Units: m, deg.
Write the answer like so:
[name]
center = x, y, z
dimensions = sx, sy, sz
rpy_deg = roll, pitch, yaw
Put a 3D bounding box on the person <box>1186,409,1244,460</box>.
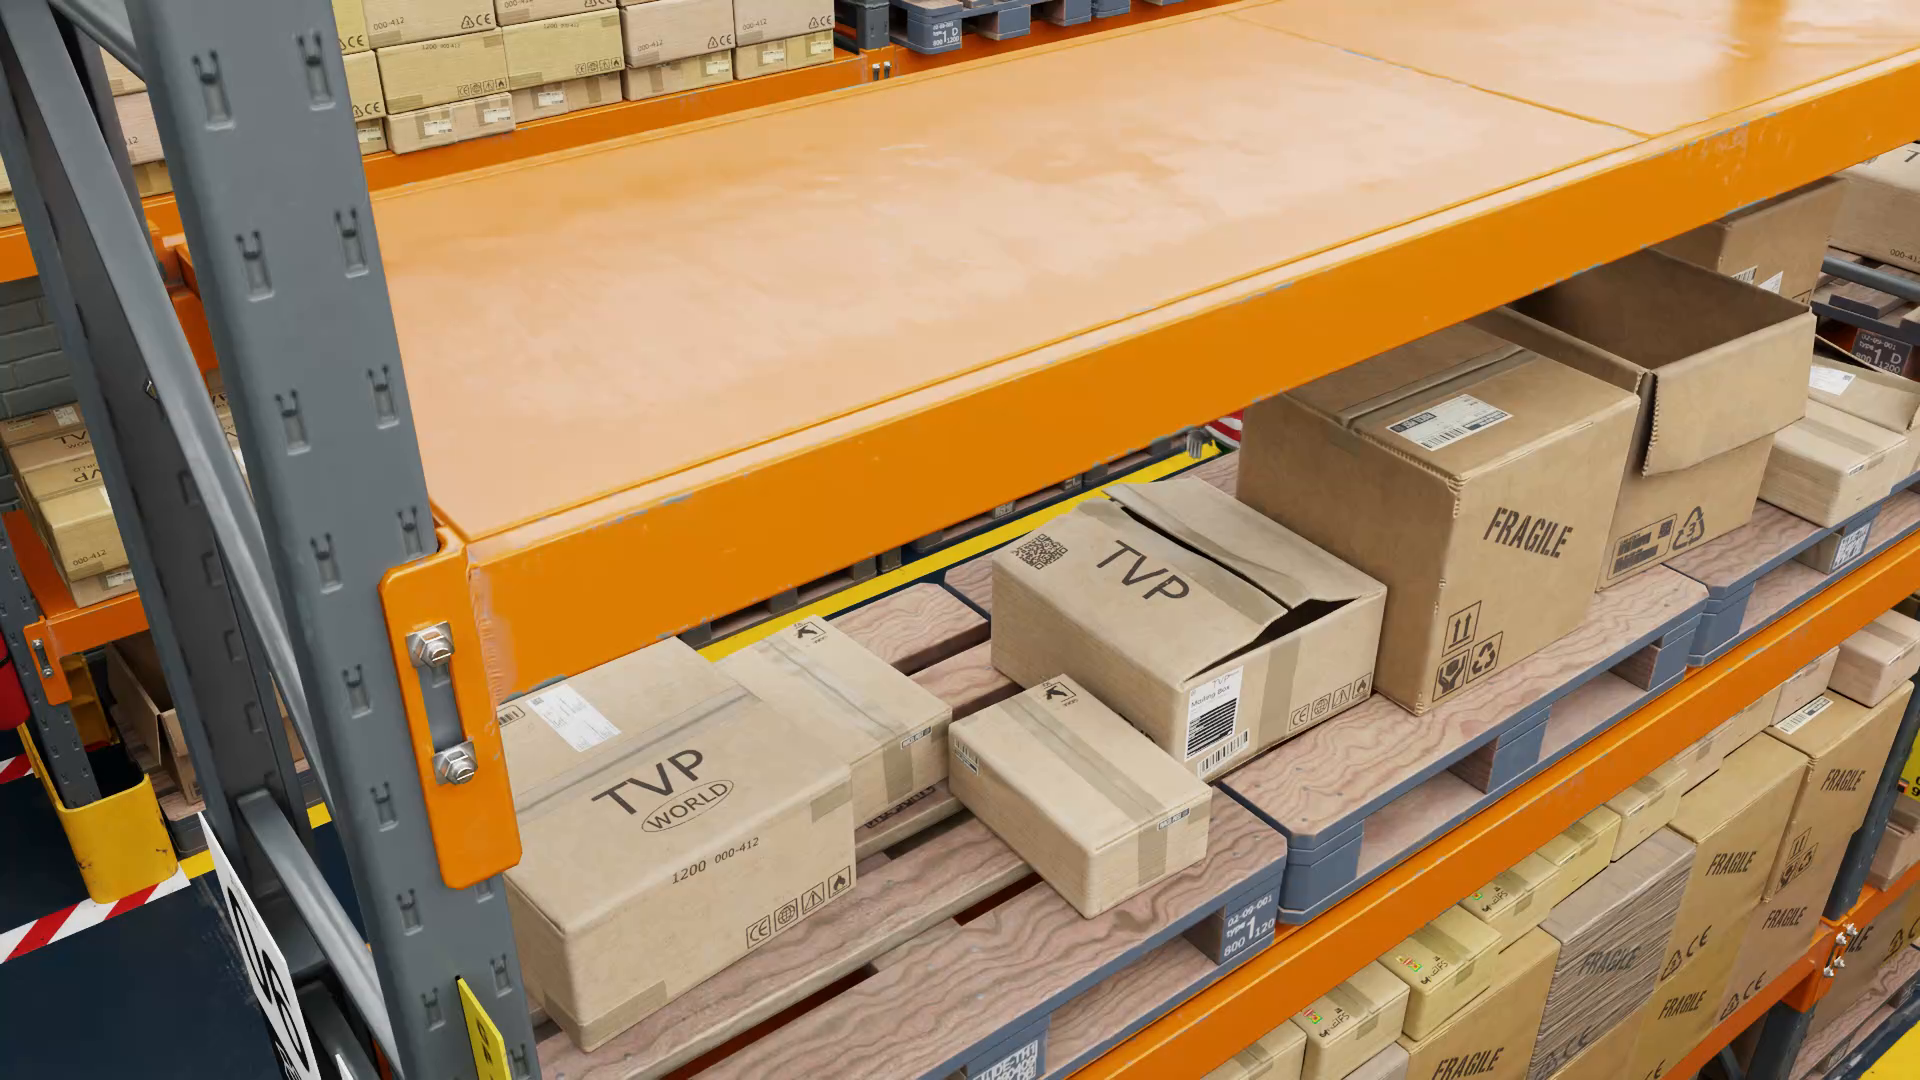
[person]
center = 1.421, -0.542, 8.478
dimensions = 1.005, 1.749, 0.531
rpy_deg = -17, 36, -26
